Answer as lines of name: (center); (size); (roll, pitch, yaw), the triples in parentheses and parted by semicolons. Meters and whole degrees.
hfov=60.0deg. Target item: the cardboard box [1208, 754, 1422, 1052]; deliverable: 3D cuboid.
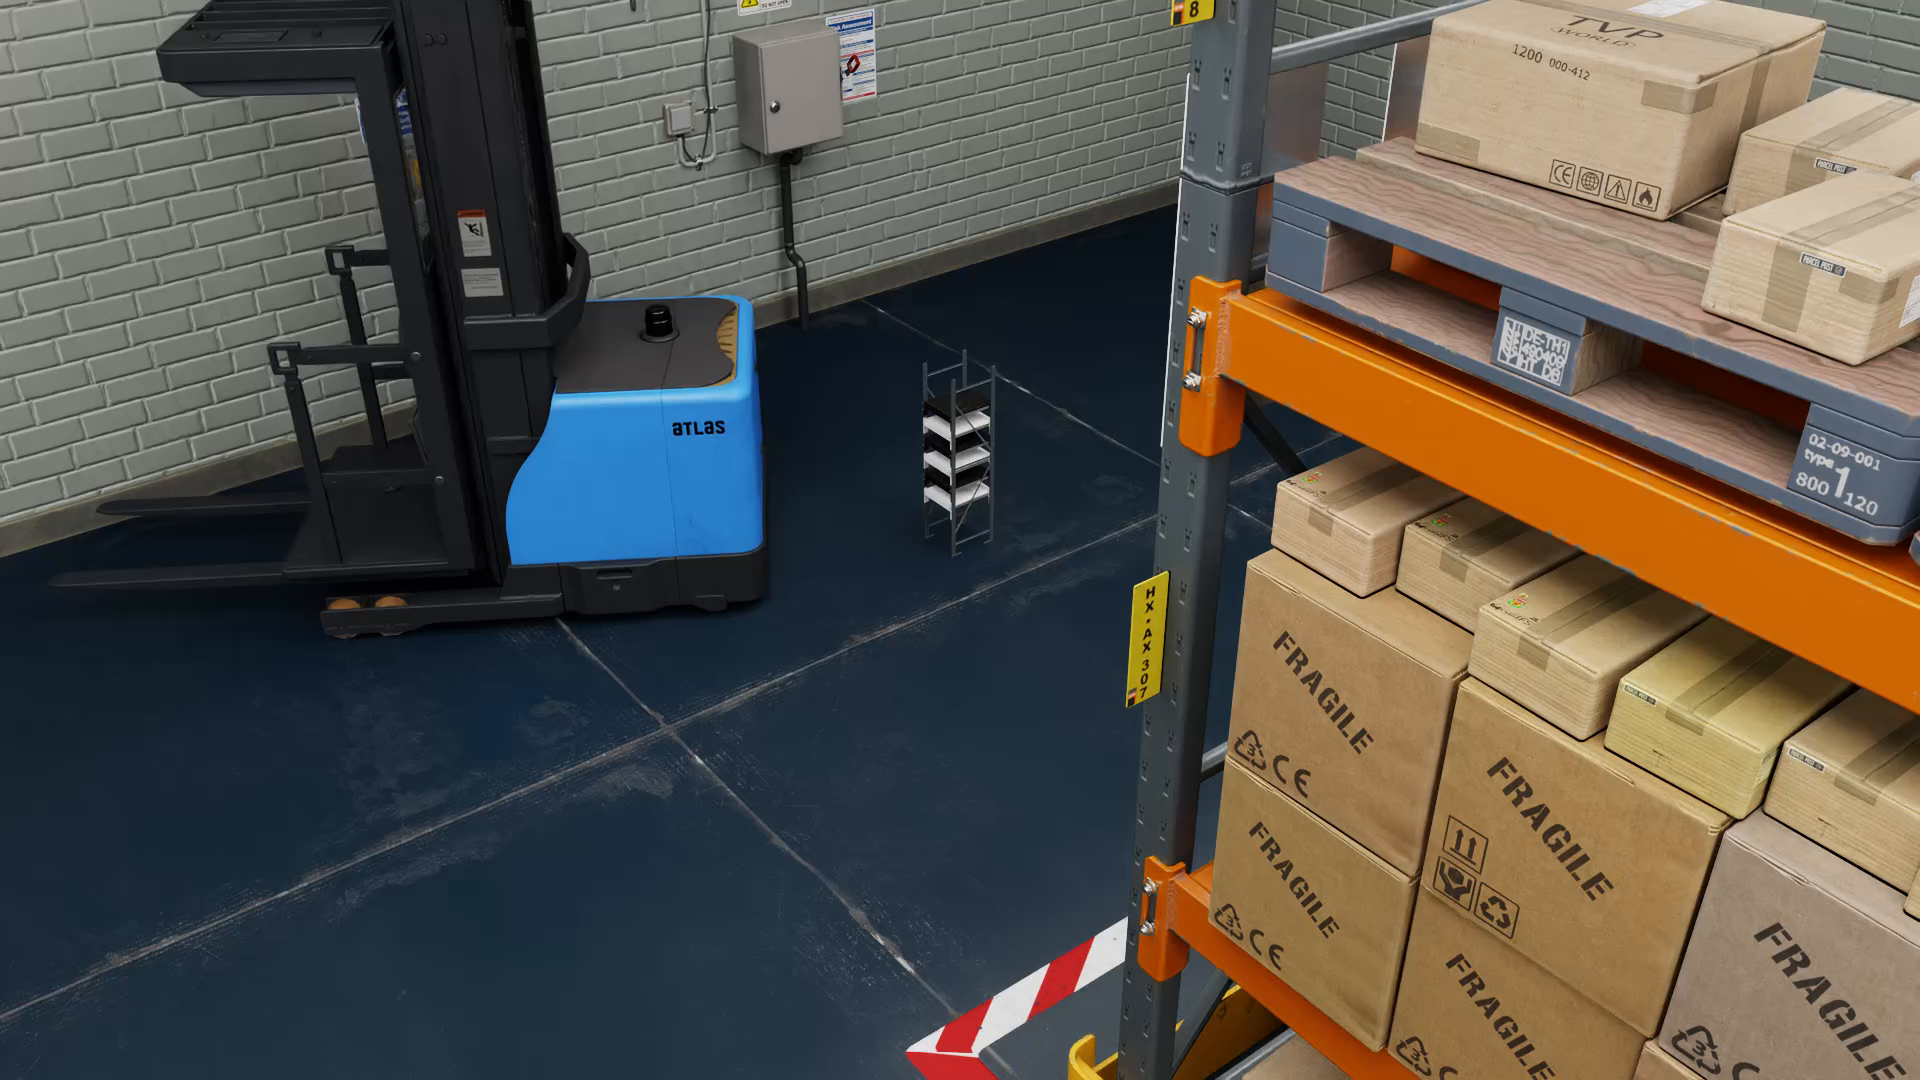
cardboard box: (0.921, 0.696, 3.691); (0.500, 0.500, 0.500); (-23, 38, -32)

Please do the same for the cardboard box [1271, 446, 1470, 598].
cardboard box: (0.852, -0.059, 3.345); (0.380, 0.149, 0.250); (-21, 38, -30)

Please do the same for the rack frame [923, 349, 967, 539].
rack frame: (-0.067, -0.428, 7.586); (0.240, 0.900, 0.006); (-22, 38, -31)

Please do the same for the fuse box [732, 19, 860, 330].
fuse box: (-0.874, -1.968, 9.297); (0.539, 1.711, 0.414); (-22, 38, -31)

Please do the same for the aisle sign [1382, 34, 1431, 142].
aisle sign: (1.054, -0.789, 3.713); (0.394, 0.787, 0.004); (-22, 38, -31)

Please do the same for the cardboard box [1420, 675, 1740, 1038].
cardboard box: (1.245, 0.484, 3.085); (0.500, 0.500, 0.500); (-23, 39, -33)

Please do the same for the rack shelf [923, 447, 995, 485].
rack shelf: (-0.005, -0.357, 7.536); (0.258, 0.077, 0.200); (-22, 38, -31)

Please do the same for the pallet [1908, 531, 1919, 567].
pallet: (2.069, 0.024, 2.110); (1.003, 0.211, 1.213); (-22, 38, -31)

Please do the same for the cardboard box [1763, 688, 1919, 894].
cardboard box: (1.516, 0.368, 2.657); (0.380, 0.149, 0.250); (-22, 38, -31)

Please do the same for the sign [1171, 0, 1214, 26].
sign: (0.411, -1.056, 2.861); (0.100, 0.325, 0.005); (-22, 38, -31)

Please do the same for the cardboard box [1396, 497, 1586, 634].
cardboard box: (1.069, 0.027, 3.207); (0.380, 0.149, 0.250); (-21, 38, -30)

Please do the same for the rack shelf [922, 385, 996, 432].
rack shelf: (-0.005, -0.587, 7.393); (0.258, 0.077, 0.200); (-22, 38, -31)

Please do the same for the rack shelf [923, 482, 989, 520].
rack shelf: (-0.005, -0.204, 7.631); (0.258, 0.077, 0.200); (-22, 38, -31)

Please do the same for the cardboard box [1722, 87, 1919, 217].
cardboard box: (1.521, -0.635, 2.832); (0.380, 0.149, 0.250); (-26, 40, -35)

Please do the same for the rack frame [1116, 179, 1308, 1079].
rack frame: (0.853, 0.446, 4.189); (1.000, 3.000, 0.127); (-22, 38, -31)

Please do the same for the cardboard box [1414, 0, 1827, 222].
cardboard box: (1.200, -0.827, 3.045); (0.500, 0.250, 0.500); (-26, 40, -36)

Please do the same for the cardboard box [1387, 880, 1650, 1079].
cardboard box: (1.253, 0.898, 3.366); (0.500, 0.500, 0.500); (-23, 38, -32)

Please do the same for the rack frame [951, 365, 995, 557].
rack frame: (0.057, -0.343, 7.450); (0.240, 0.900, 0.006); (-22, 38, -31)

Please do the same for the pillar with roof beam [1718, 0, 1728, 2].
pillar with roof beam: (0.430, -3.733, 5.231); (9.100, 9.000, 0.400); (-22, 38, -31)

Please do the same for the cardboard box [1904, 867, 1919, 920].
cardboard box: (1.636, 0.486, 2.467); (0.380, 0.149, 0.250); (-22, 38, -31)

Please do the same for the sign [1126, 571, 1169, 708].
sign: (0.411, 0.221, 3.655); (0.100, 0.325, 0.005); (-22, 38, -31)

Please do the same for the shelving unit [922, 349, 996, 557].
shelving unit: (-0.005, -0.386, 7.518); (0.258, 0.900, 0.210); (-22, 38, -31)

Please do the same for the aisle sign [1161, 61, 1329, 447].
aisle sign: (0.580, -0.595, 3.400); (0.394, 0.787, 0.004); (-22, 38, -31)

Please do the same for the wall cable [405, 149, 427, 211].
wall cable: (-2.623, -2.342, 7.684); (0.585, 1.953, 0.123); (-22, 38, -31)

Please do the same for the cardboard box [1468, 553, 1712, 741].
cardboard box: (1.138, 0.172, 2.972); (0.380, 0.149, 0.250); (-21, 38, -30)

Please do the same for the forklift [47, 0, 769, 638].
forklift: (-2.385, -1.120, 6.775); (3.031, 2.935, 1.130); (-3, 32, -5)

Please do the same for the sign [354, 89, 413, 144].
sign: (-2.699, -2.021, 7.905); (0.327, 0.218, 0.001); (-22, 38, -31)

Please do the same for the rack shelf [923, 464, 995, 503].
rack shelf: (-0.005, -0.281, 7.583); (0.258, 0.077, 0.200); (-22, 38, -31)

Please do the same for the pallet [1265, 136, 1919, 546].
pallet: (1.316, -0.485, 2.929); (1.003, 0.211, 1.213); (-22, 38, -31)

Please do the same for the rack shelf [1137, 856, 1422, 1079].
rack shelf: (2.080, 1.585, 3.037); (1.077, 0.370, 4.000); (-22, 38, -31)

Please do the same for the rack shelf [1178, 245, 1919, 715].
rack shelf: (2.080, 0.311, 2.245); (1.077, 0.370, 4.000); (-22, 38, -31)

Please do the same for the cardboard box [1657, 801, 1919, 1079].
cardboard box: (1.567, 0.696, 2.744); (0.500, 0.500, 0.500); (-23, 38, -32)

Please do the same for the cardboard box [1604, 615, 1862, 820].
cardboard box: (1.314, 0.276, 2.805); (0.380, 0.149, 0.250); (-24, 39, -33)

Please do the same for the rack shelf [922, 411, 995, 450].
rack shelf: (-0.005, -0.510, 7.441); (0.258, 0.077, 0.200); (-22, 38, -31)

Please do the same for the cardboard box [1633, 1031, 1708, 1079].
cardboard box: (1.551, 1.116, 3.016); (0.500, 0.500, 0.500); (-23, 38, -32)

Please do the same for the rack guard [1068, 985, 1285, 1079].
rack guard: (0.839, 1.498, 4.865); (1.175, 0.500, 0.348); (-22, 38, -31)

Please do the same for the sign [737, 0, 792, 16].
sign: (-1.045, -2.935, 8.849); (0.339, 0.242, 0.001); (-22, 38, -31)

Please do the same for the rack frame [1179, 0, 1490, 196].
rack frame: (0.853, -2.103, 2.606); (1.000, 3.000, 0.127); (-22, 38, -31)

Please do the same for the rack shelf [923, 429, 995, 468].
rack shelf: (-0.005, -0.434, 7.488); (0.258, 0.077, 0.200); (-22, 38, -31)

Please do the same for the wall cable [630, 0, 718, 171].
wall cable: (-1.510, -2.792, 8.439); (0.588, 1.984, 0.122); (-22, 38, -31)

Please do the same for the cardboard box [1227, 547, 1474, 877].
cardboard box: (0.923, 0.271, 3.428); (0.500, 0.500, 0.500); (-23, 39, -32)

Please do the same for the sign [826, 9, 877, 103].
sign: (-0.611, -2.721, 9.378); (0.329, 0.494, 0.001); (-22, 38, -31)

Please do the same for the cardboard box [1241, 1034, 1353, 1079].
cardboard box: (1.337, 1.599, 4.364); (0.875, 0.438, 0.875); (-24, 39, -33)

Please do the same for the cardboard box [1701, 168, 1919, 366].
cardboard box: (1.339, -0.415, 2.477); (0.380, 0.149, 0.250); (-21, 37, -30)
